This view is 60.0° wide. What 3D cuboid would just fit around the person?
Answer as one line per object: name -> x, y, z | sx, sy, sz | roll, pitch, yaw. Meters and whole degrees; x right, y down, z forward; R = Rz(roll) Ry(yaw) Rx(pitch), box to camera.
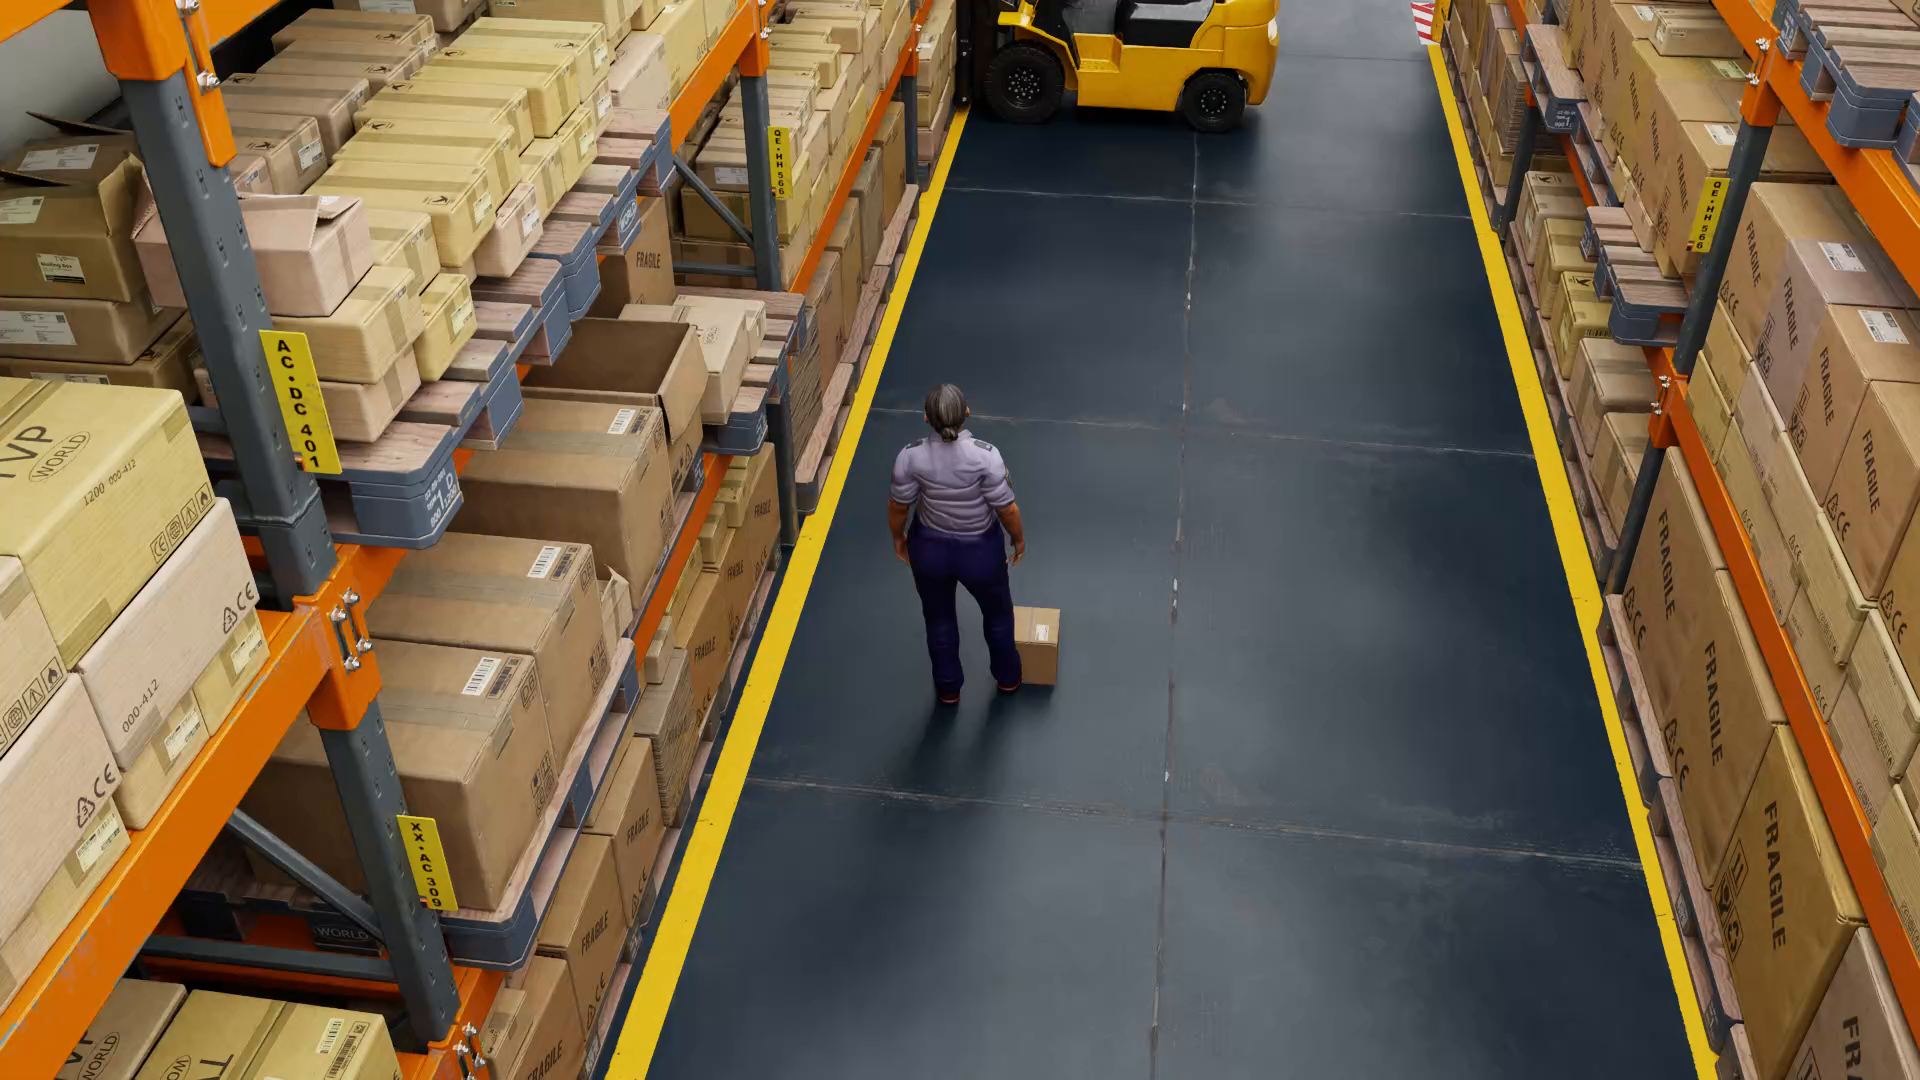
person -> 0.014, -0.008, 7.043 | 0.598, 1.651, 0.504 | 4, 37, 6
